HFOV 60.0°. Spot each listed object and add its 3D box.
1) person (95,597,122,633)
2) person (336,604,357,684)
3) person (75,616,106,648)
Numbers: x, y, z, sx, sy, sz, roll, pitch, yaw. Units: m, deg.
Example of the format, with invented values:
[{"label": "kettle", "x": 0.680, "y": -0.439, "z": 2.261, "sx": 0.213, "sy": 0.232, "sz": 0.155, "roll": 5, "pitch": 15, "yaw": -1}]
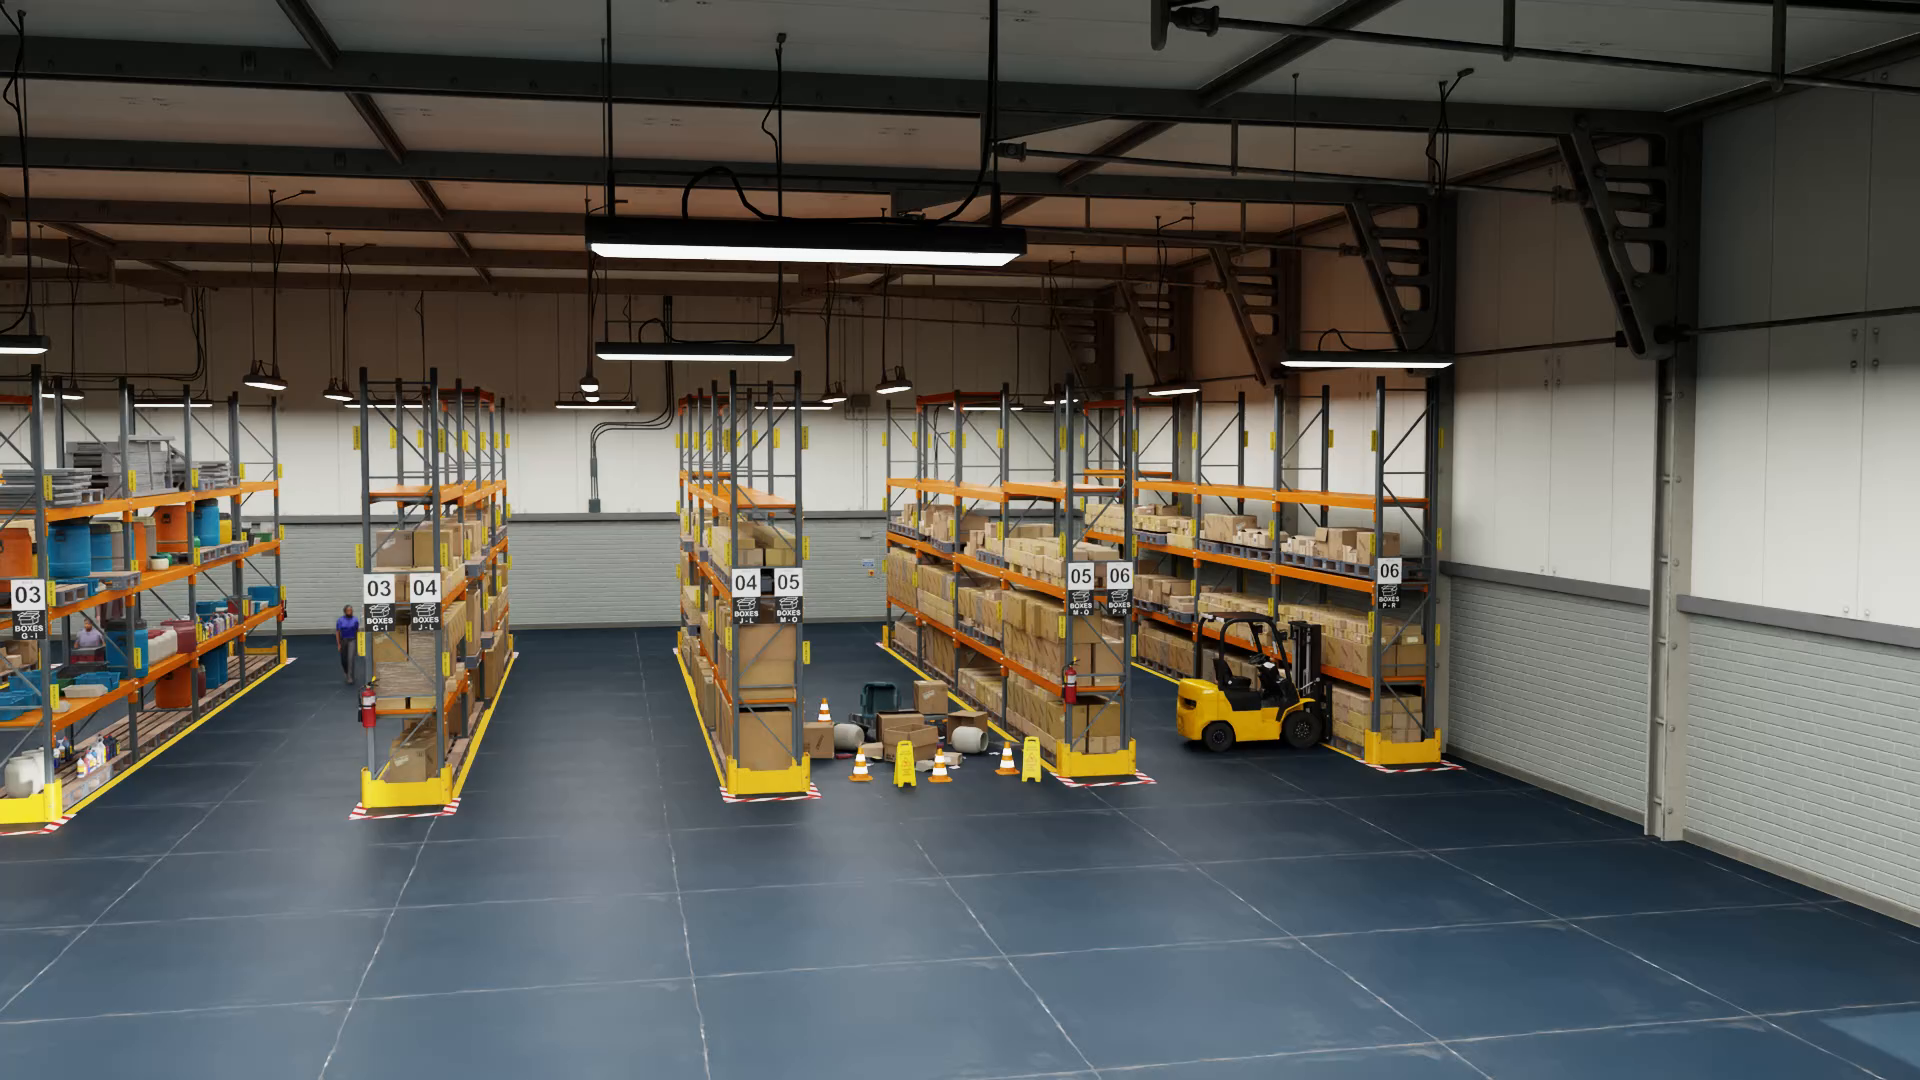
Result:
[{"label": "person", "x": -19.793, "y": 1.819, "z": 38.665, "sx": 0.532, "sy": 1.730, "sz": 1.130, "roll": -1, "pitch": 4, "yaw": -17}, {"label": "person", "x": -12.663, "y": 2.126, "z": 34.370, "sx": 0.406, "sy": 1.615, "sz": 0.865, "roll": -1, "pitch": 3, "yaw": -12}, {"label": "person", "x": -16.791, "y": 2.296, "z": 32.131, "sx": 0.571, "sy": 1.676, "sz": 0.444, "roll": -2, "pitch": 4, "yaw": -27}]
